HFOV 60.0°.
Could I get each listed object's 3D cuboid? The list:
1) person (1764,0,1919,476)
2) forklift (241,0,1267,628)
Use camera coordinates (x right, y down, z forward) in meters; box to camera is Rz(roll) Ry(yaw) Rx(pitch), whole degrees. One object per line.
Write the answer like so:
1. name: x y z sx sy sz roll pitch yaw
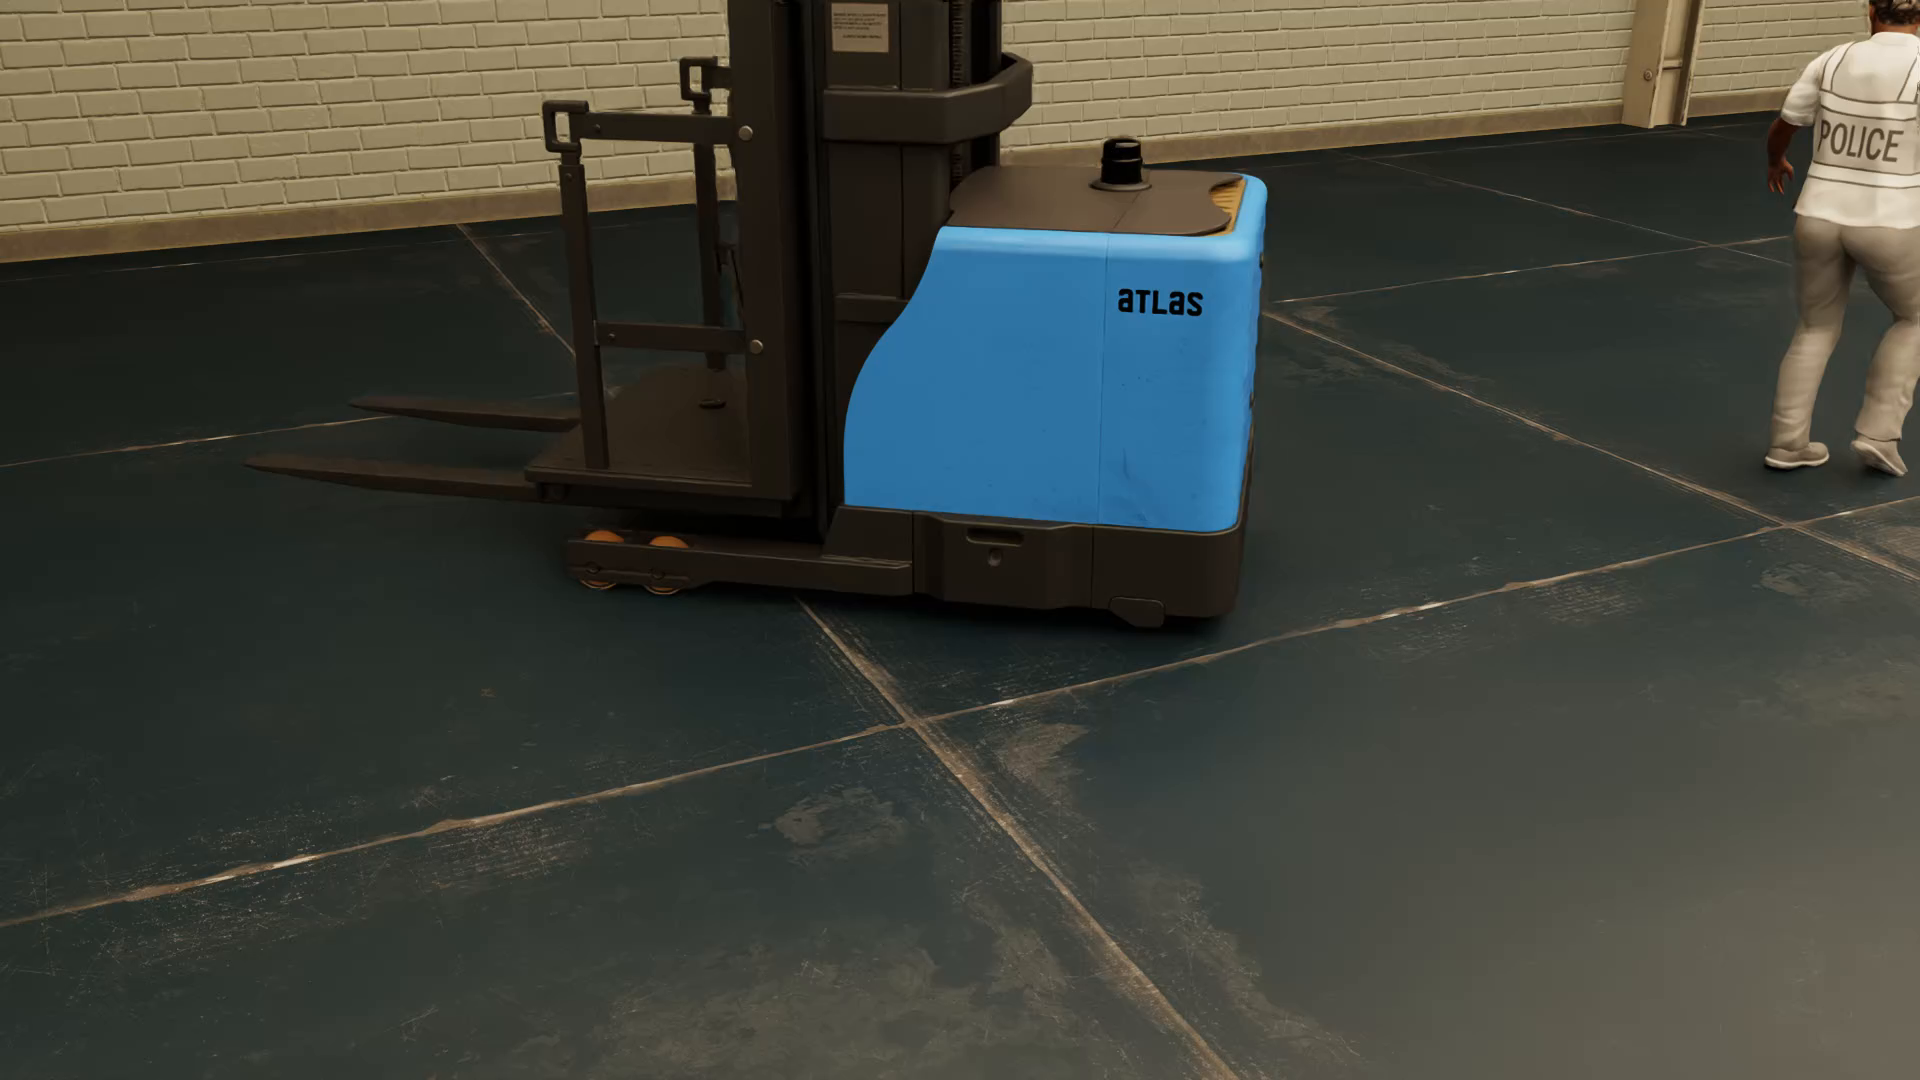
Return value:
1. person: 2.951 -1.000 5.444 0.459 1.682 0.834 -16 28 -34
2. forklift: -0.653 -1.388 4.628 3.031 2.935 1.130 5 23 11
